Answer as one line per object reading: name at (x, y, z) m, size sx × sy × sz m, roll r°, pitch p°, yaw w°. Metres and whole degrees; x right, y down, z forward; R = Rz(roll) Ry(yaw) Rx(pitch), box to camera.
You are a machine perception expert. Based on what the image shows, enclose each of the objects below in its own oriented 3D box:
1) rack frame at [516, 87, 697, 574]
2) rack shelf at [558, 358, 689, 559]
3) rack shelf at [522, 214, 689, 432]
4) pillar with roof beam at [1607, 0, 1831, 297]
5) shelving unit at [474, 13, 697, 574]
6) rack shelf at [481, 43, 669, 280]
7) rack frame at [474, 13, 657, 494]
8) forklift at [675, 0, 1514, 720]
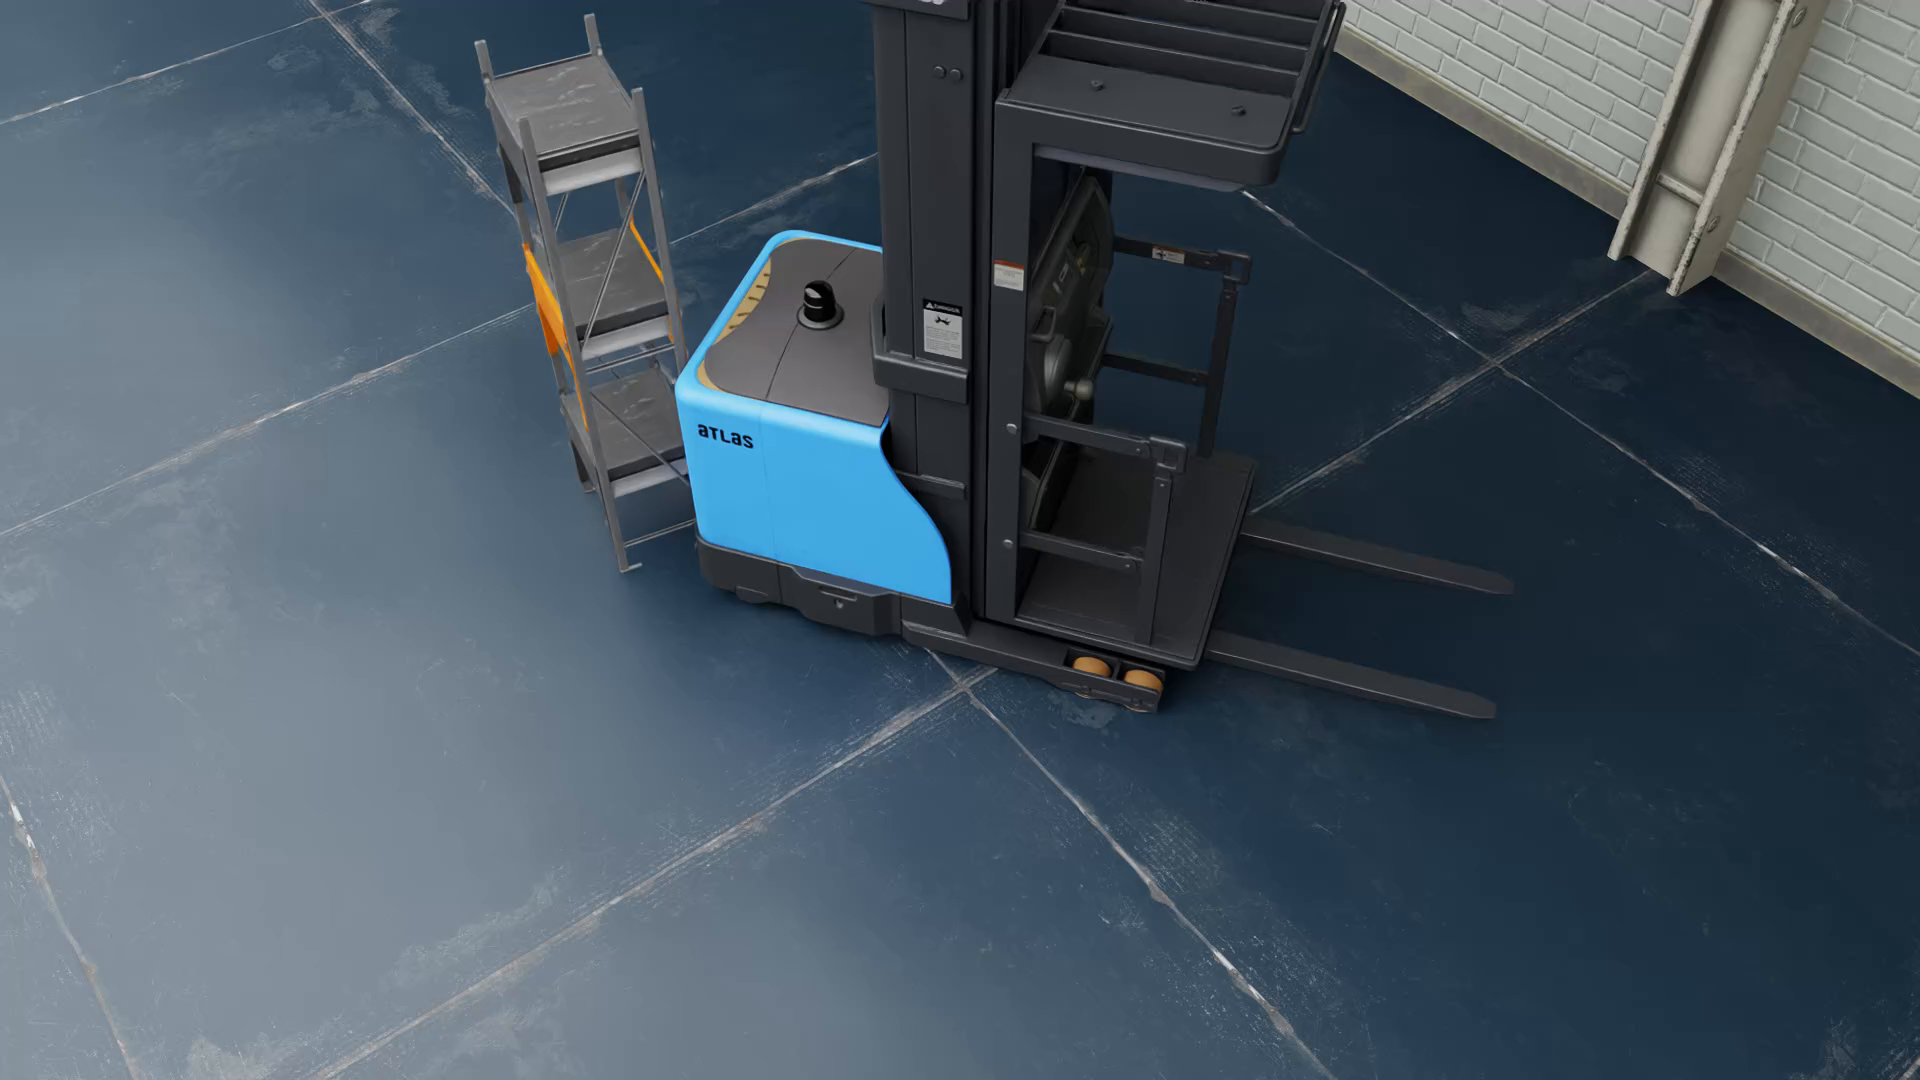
rack frame at (-1.172, -0.640, 5.912) m, size 0.400 × 2.100 × 0.015 m, roll -20°, pitch 51°, yaw -17°
rack shelf at (-1.279, -0.323, 6.588) m, size 0.431 × 0.518 × 0.480 m, roll -20°, pitch 51°, yaw -17°
rack shelf at (-1.280, -0.793, 6.069) m, size 0.431 × 0.518 × 0.480 m, roll -20°, pitch 51°, yaw -17°
pillar with roof beam at (-0.078, -2.413, 2.862) m, size 9.100 × 9.000 × 0.400 m, roll -29°, pitch 54°, yaw -24°
shelving unit at (-1.280, -0.803, 6.059) m, size 0.431 × 2.100 × 0.503 m, roll -20°, pitch 51°, yaw -17°
rack shelf at (-1.280, -1.264, 5.551) m, size 0.431 × 0.518 × 0.480 m, roll -20°, pitch 51°, yaw -17°
rack frame at (-1.387, -0.965, 6.206) m, size 0.400 × 2.100 × 0.015 m, roll -20°, pitch 51°, yaw -17°
forklift at (0.557, -0.792, 5.488) m, size 3.031 × 2.935 × 1.130 m, roll 14°, pitch 49°, yaw 12°
